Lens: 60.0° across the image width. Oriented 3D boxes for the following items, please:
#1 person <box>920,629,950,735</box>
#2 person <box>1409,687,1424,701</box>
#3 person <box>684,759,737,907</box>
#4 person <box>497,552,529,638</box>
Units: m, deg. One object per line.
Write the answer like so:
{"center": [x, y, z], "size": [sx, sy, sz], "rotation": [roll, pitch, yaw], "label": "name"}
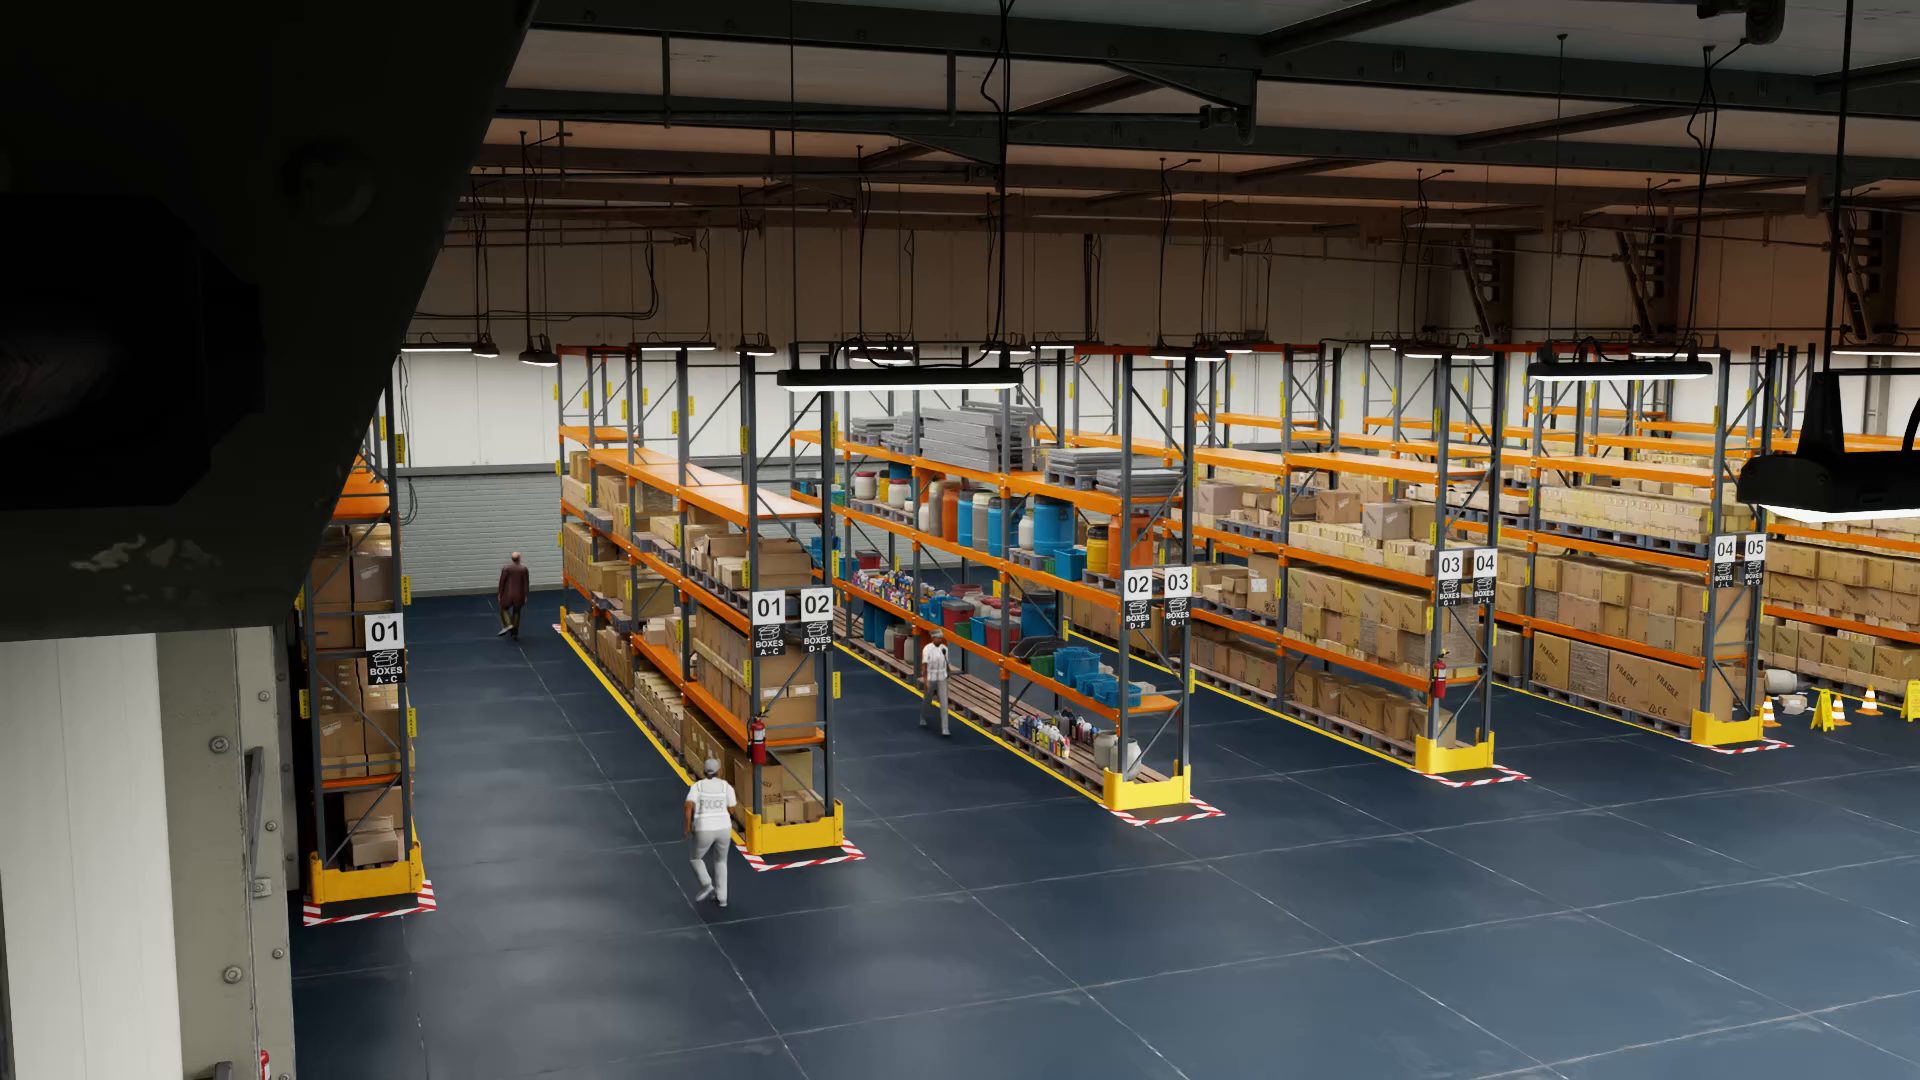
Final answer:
{"center": [-0.382, 2.193, 26.125], "size": [0.467, 1.633, 0.972], "rotation": [-2, 8, -17], "label": "person"}
{"center": [7.758, 1.917, 28.401], "size": [0.566, 1.659, 0.497], "rotation": [0, 7, 0], "label": "person"}
{"center": [-2.775, 3.229, 18.488], "size": [0.612, 1.558, 0.715], "rotation": [-3, 8, -21], "label": "person"}
{"center": [-9.129, 1.129, 33.966], "size": [0.663, 1.778, 0.555], "rotation": [-2, 8, -17], "label": "person"}
